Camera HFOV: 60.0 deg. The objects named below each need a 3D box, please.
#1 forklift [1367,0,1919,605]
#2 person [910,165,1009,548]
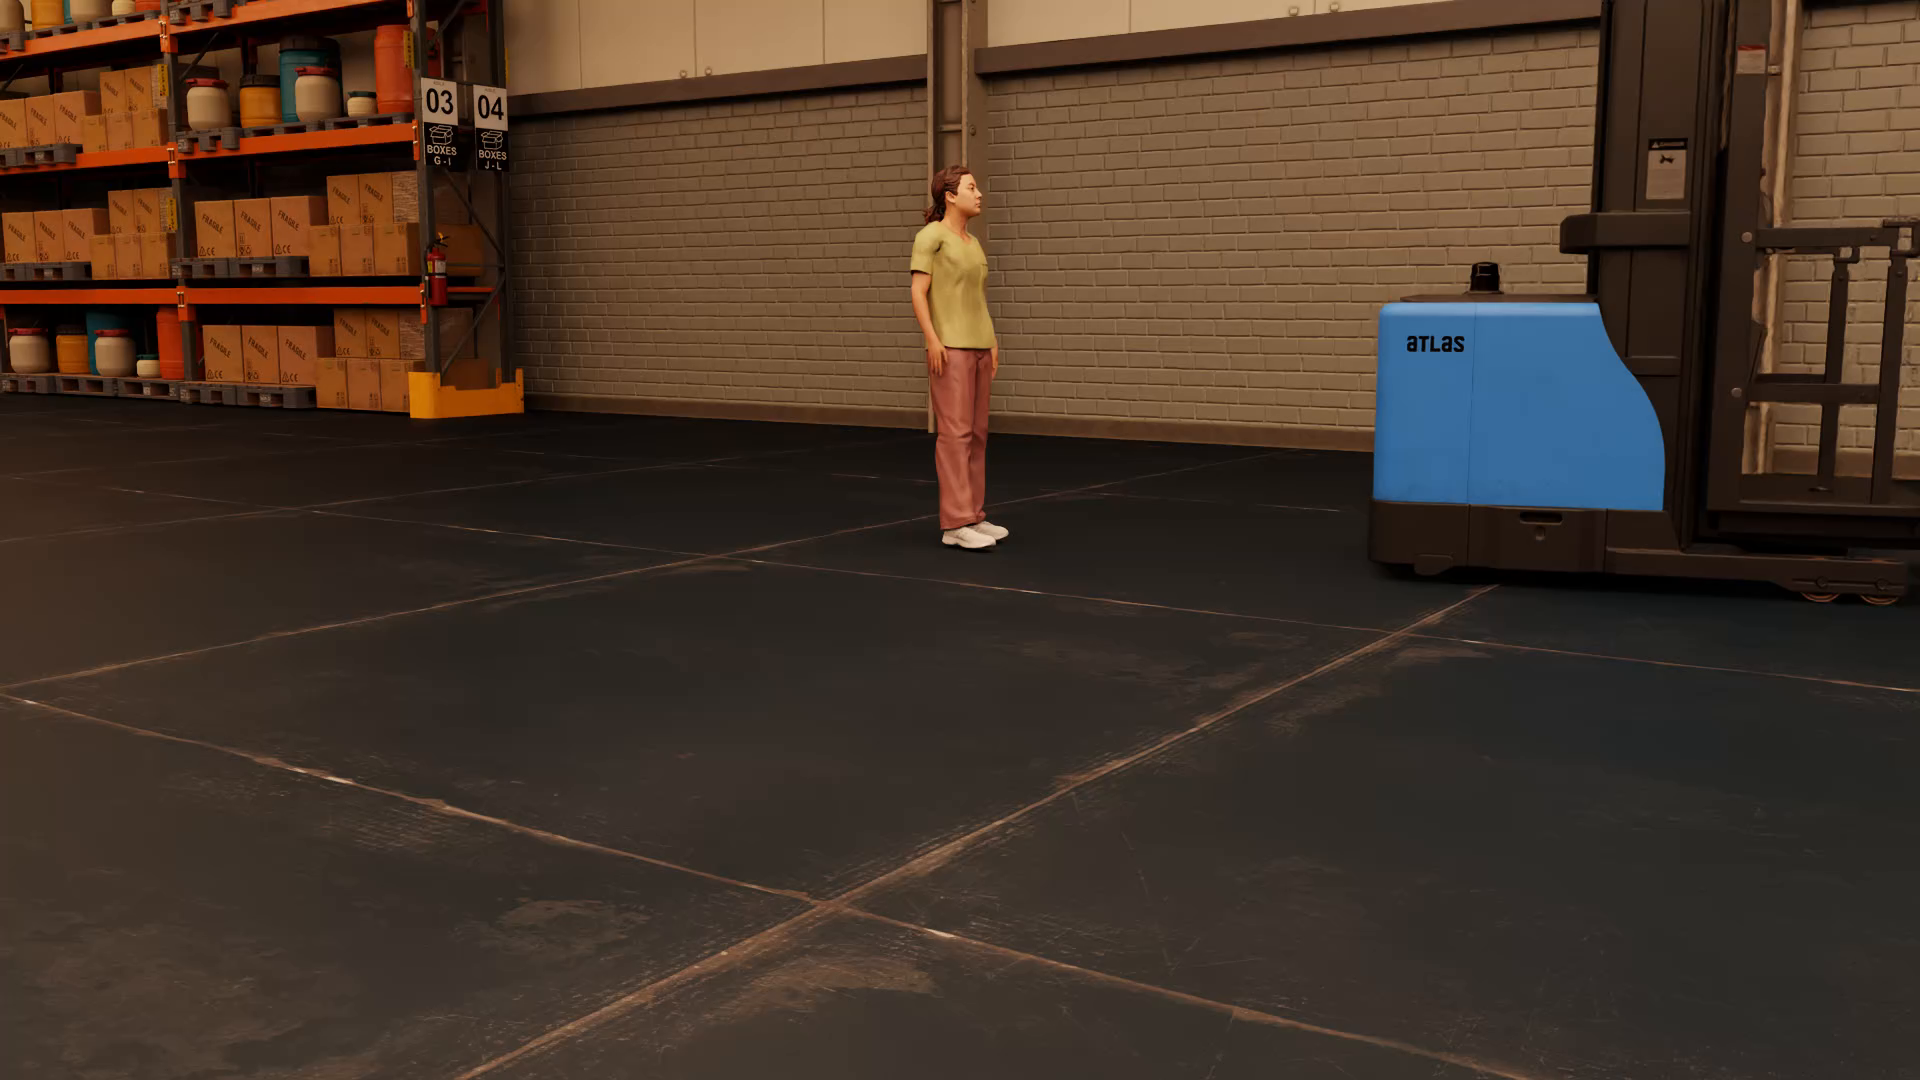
[{"bbox_3d":[3.183,-1.300,6.336,3.031,2.935,1.130,3,8,17],"label":"forklift"},{"bbox_3d":[0.055,-0.830,7.435,0.549,1.675,0.555,5,10,34],"label":"person"}]
